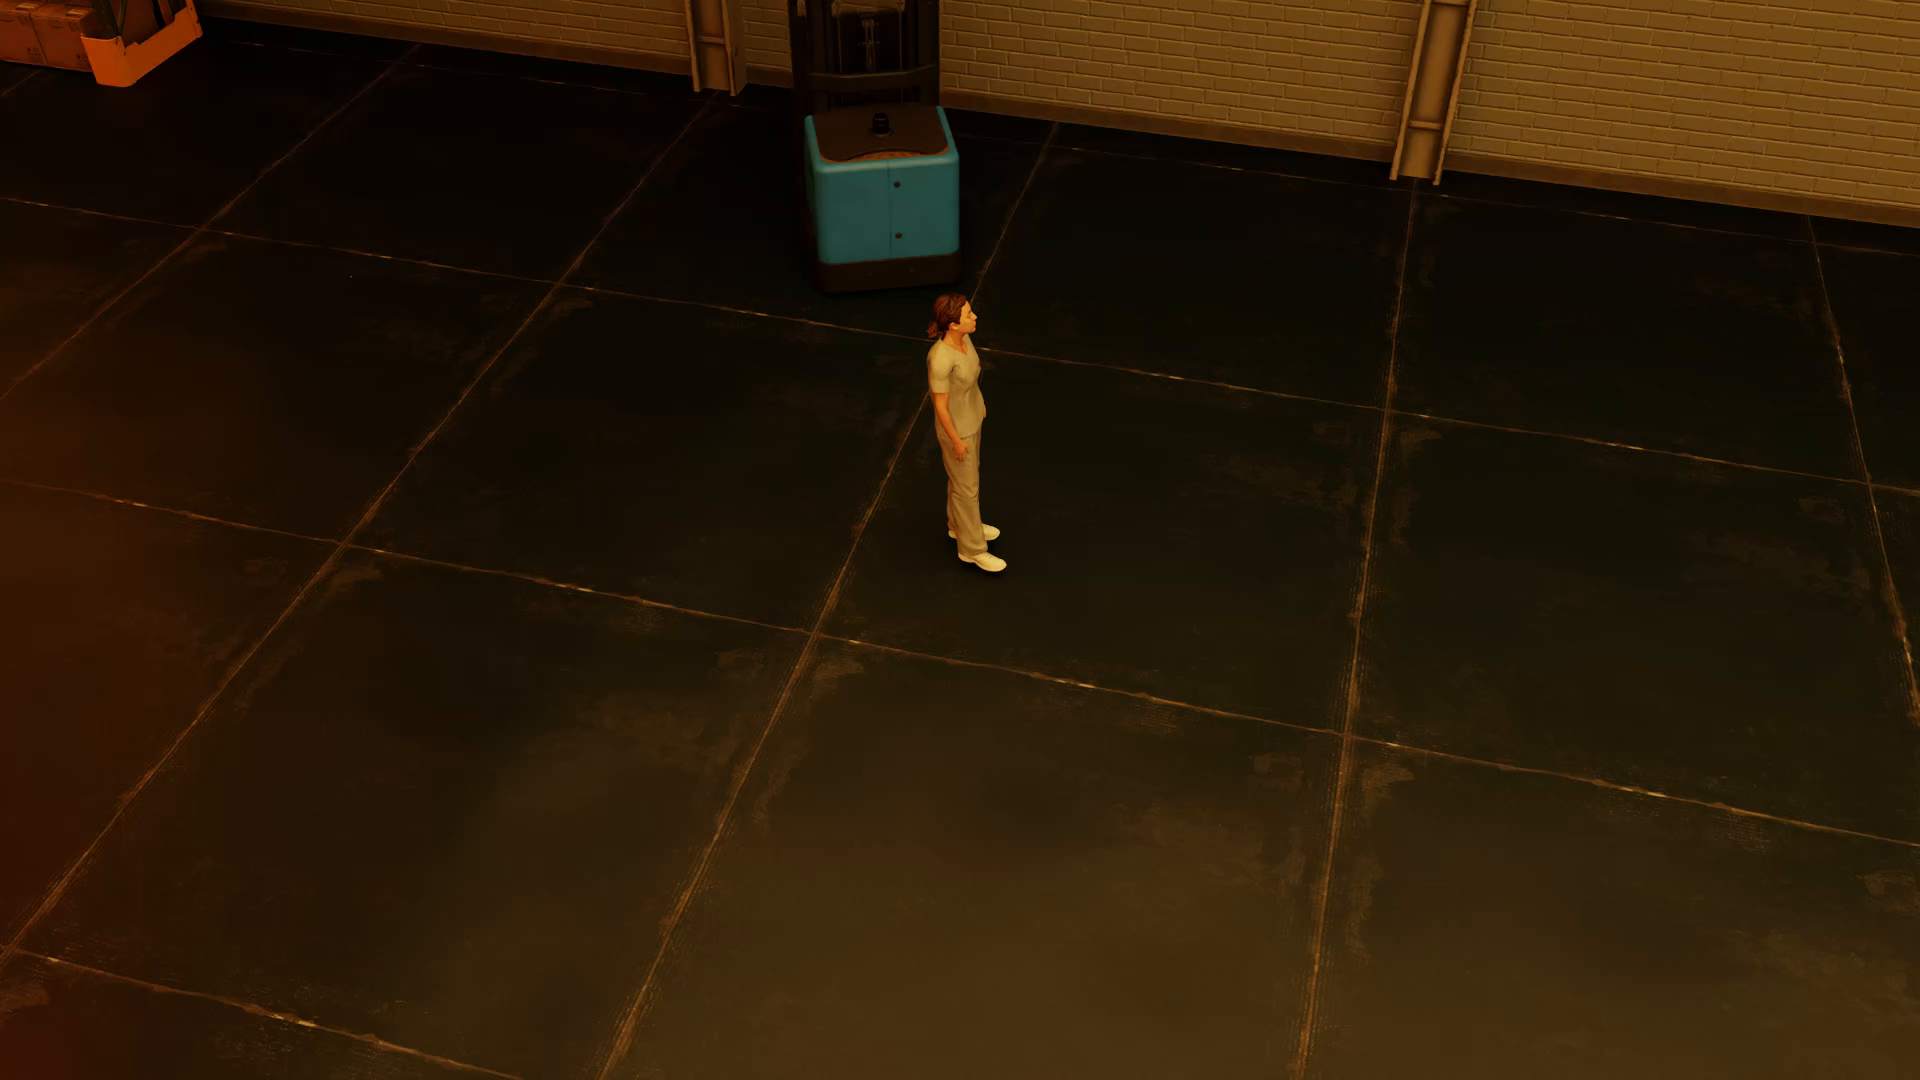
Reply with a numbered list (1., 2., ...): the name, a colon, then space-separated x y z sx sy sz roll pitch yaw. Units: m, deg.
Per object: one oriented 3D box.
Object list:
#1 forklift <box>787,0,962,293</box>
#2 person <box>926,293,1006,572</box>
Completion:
1. forklift: -0.734 -3.860 12.265 1.130 2.935 3.031 -6 42 -7
2. person: 0.067 -0.645 9.478 0.549 1.675 0.550 10 42 11
